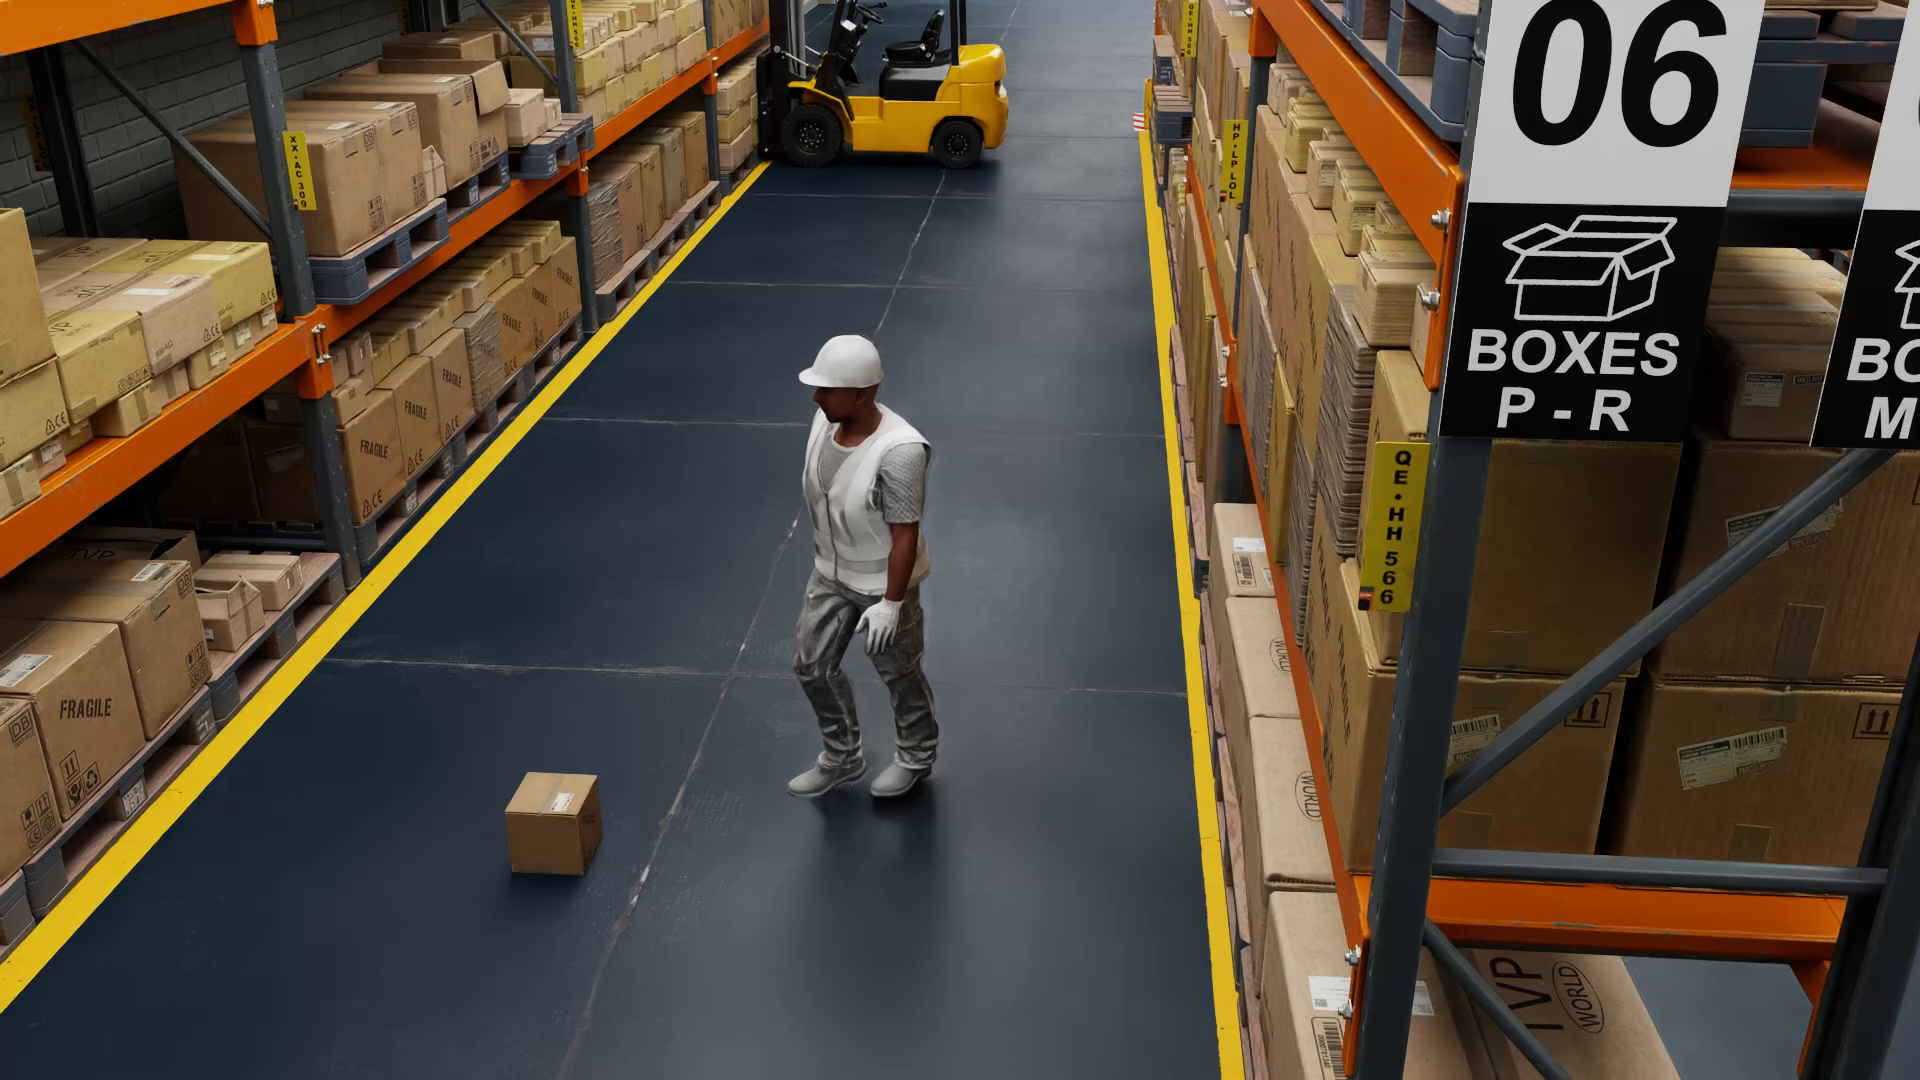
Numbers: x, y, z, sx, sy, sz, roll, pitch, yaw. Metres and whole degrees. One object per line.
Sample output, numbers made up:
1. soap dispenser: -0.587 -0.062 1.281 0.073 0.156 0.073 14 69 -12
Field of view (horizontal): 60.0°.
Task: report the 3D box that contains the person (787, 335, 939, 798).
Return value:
1. person: -0.311 0.132 5.770 0.582 1.796 0.496 22 32 39
